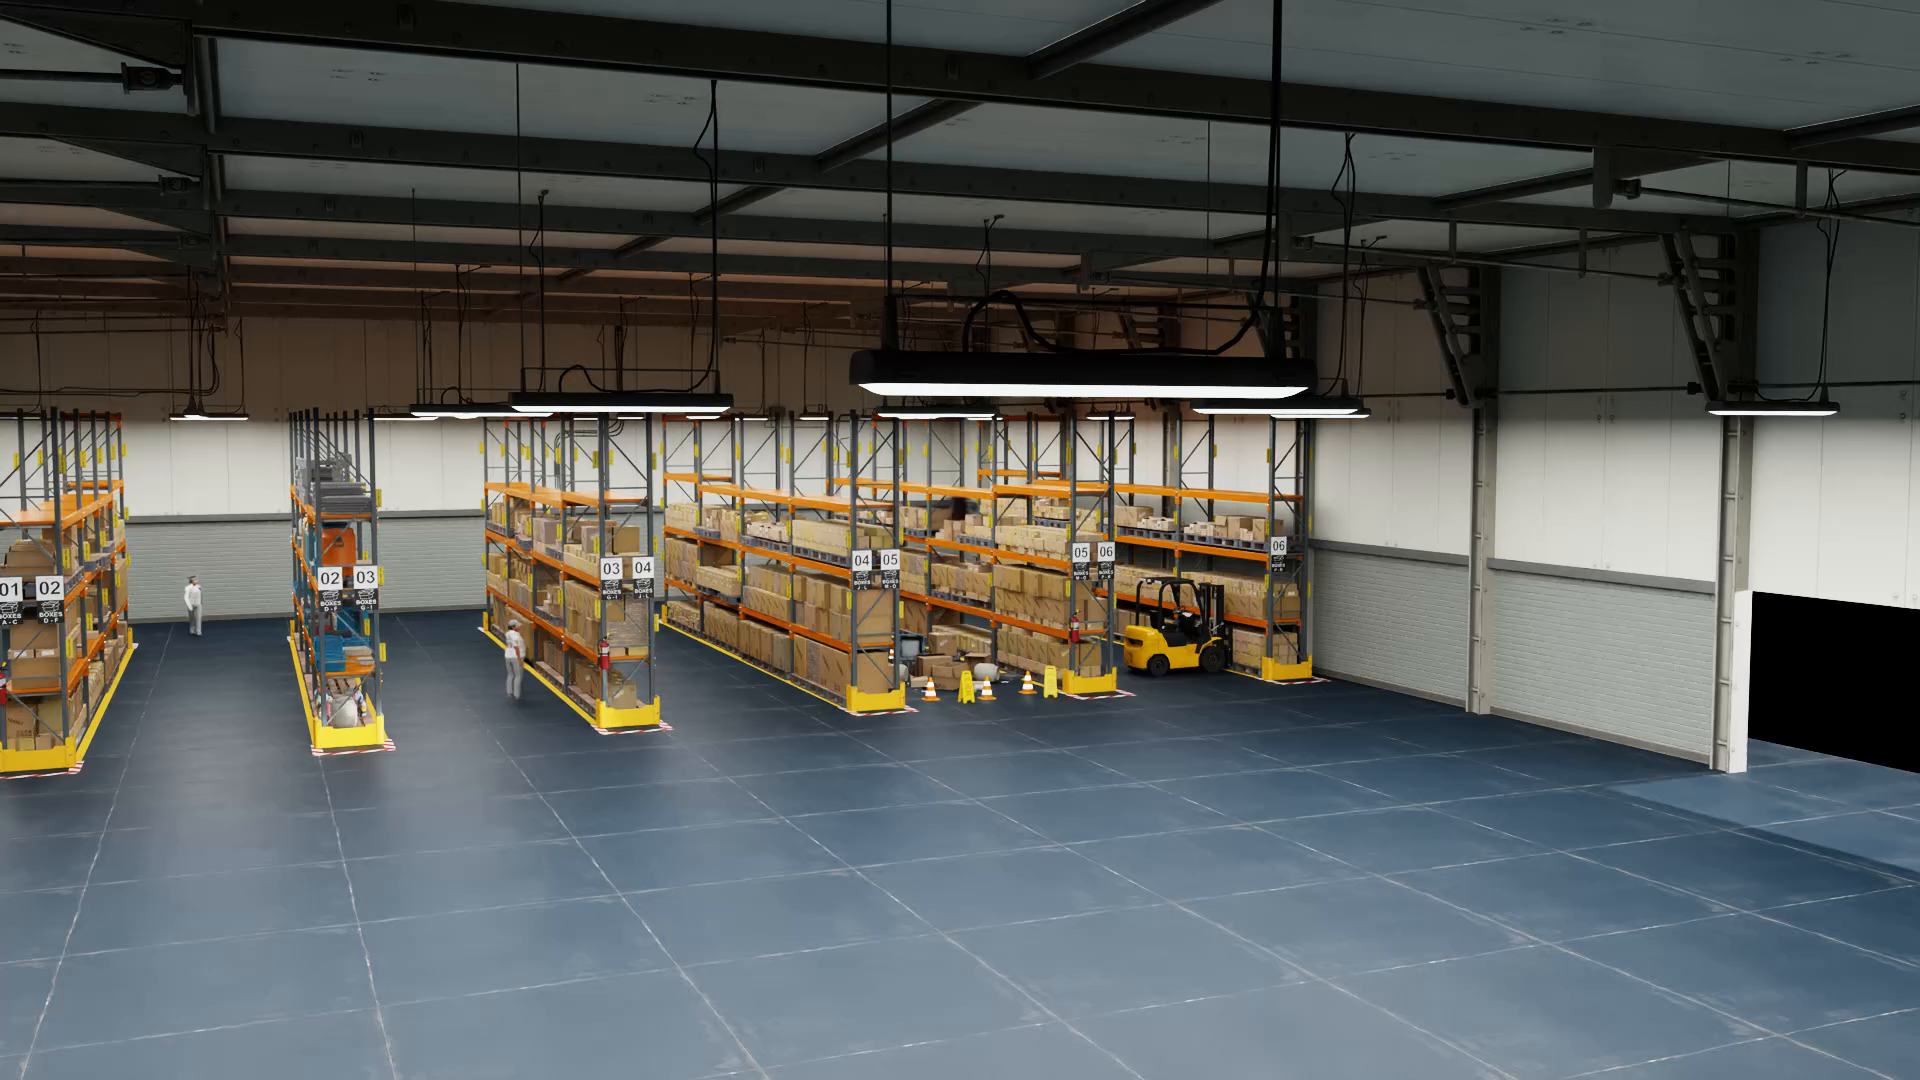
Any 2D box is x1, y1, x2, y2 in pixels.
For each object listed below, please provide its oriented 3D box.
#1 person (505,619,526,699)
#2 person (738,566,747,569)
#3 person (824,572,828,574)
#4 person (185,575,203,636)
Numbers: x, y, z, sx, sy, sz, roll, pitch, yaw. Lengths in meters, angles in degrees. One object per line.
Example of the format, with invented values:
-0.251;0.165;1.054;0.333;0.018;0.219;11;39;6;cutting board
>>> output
-9.243;2.469;34.629;0.548;1.661;0.430;3;5;40;person
-6.610;1.388;49.859;0.549;1.831;0.509;0;4;5;person
-3.577;1.697;44.799;0.613;1.766;0.401;3;5;37;person
-20.629;1.751;44.762;0.446;1.631;1.015;-2;4;-27;person
